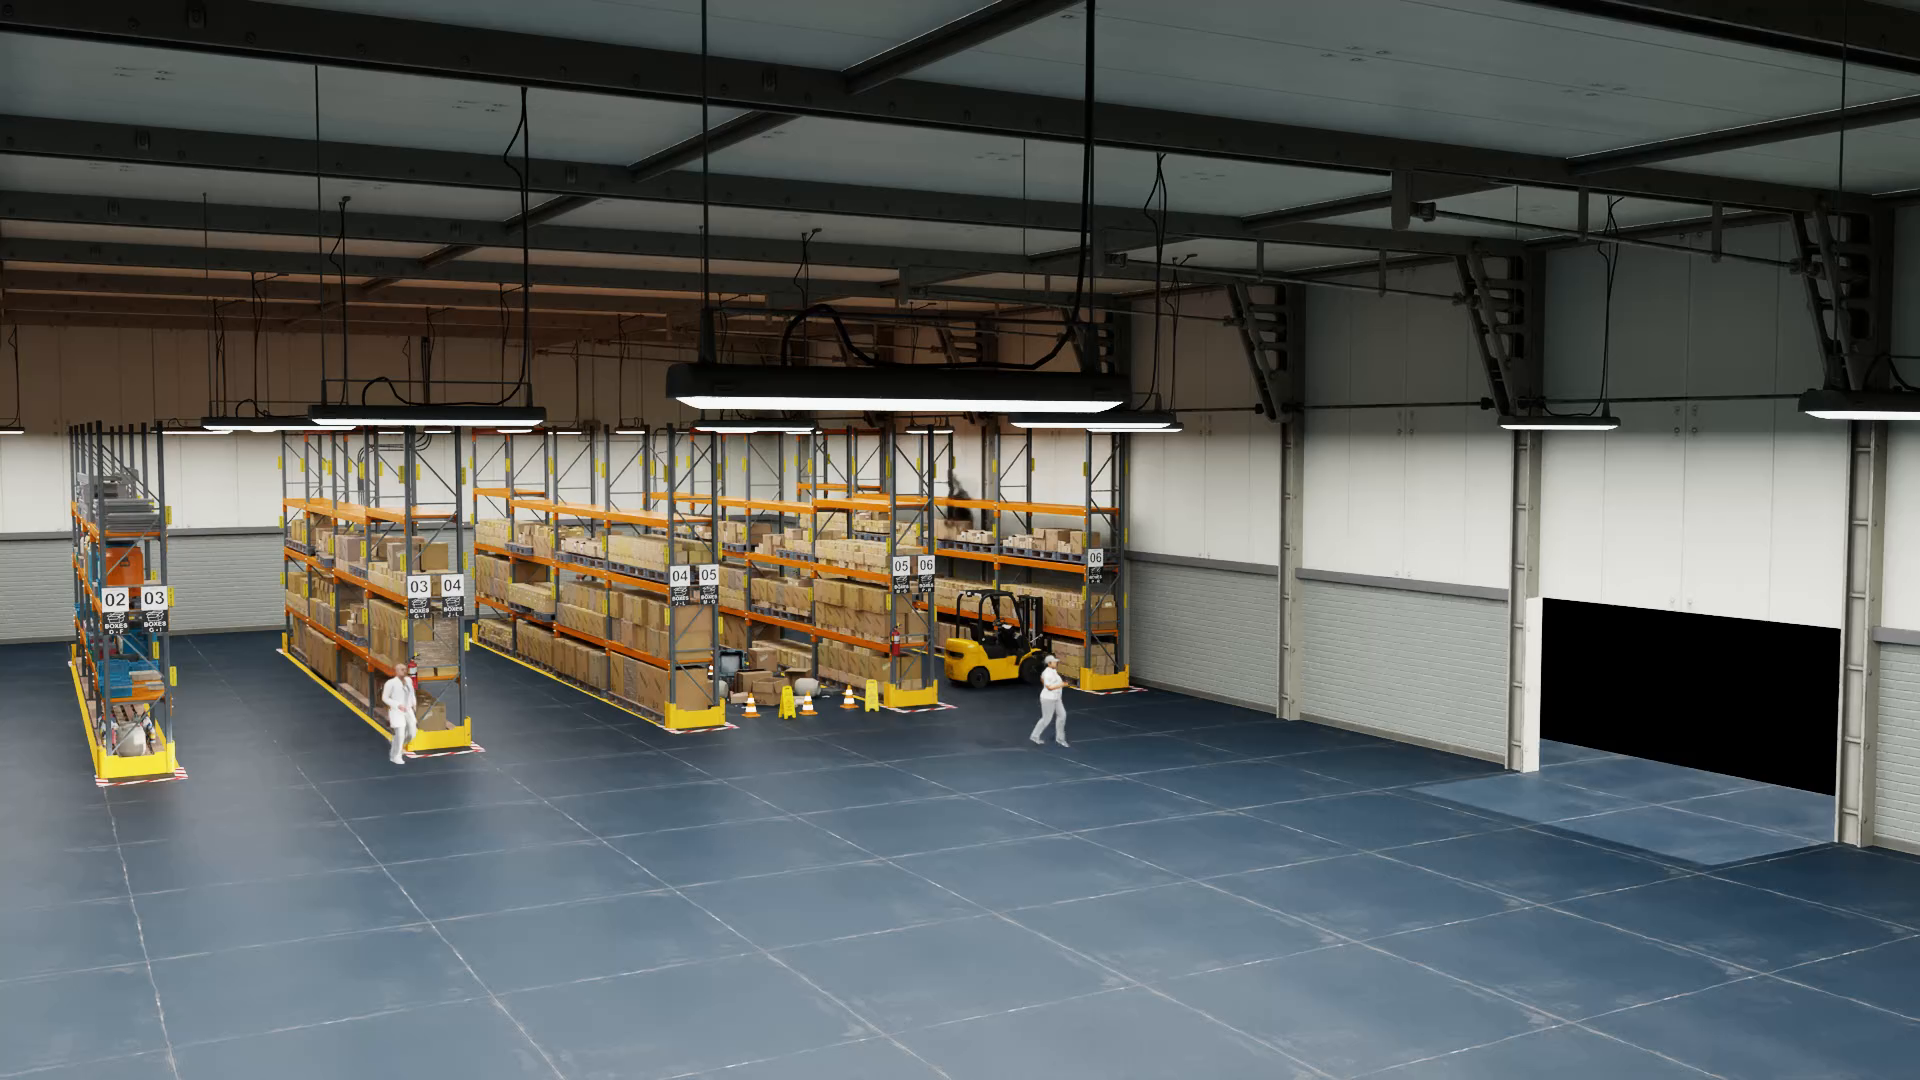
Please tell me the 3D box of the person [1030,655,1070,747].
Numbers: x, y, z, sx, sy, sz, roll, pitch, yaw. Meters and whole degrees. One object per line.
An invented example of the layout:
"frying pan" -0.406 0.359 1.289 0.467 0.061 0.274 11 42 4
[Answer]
"person" 1.661 2.987 30.738 0.735 1.718 0.588 1 4 17

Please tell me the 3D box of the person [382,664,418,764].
"person" -9.830 3.049 29.294 0.627 1.748 0.761 2 4 31

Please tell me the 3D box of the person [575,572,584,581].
"person" -11.311 1.773 49.439 0.963 1.768 0.667 -3 4 -38
